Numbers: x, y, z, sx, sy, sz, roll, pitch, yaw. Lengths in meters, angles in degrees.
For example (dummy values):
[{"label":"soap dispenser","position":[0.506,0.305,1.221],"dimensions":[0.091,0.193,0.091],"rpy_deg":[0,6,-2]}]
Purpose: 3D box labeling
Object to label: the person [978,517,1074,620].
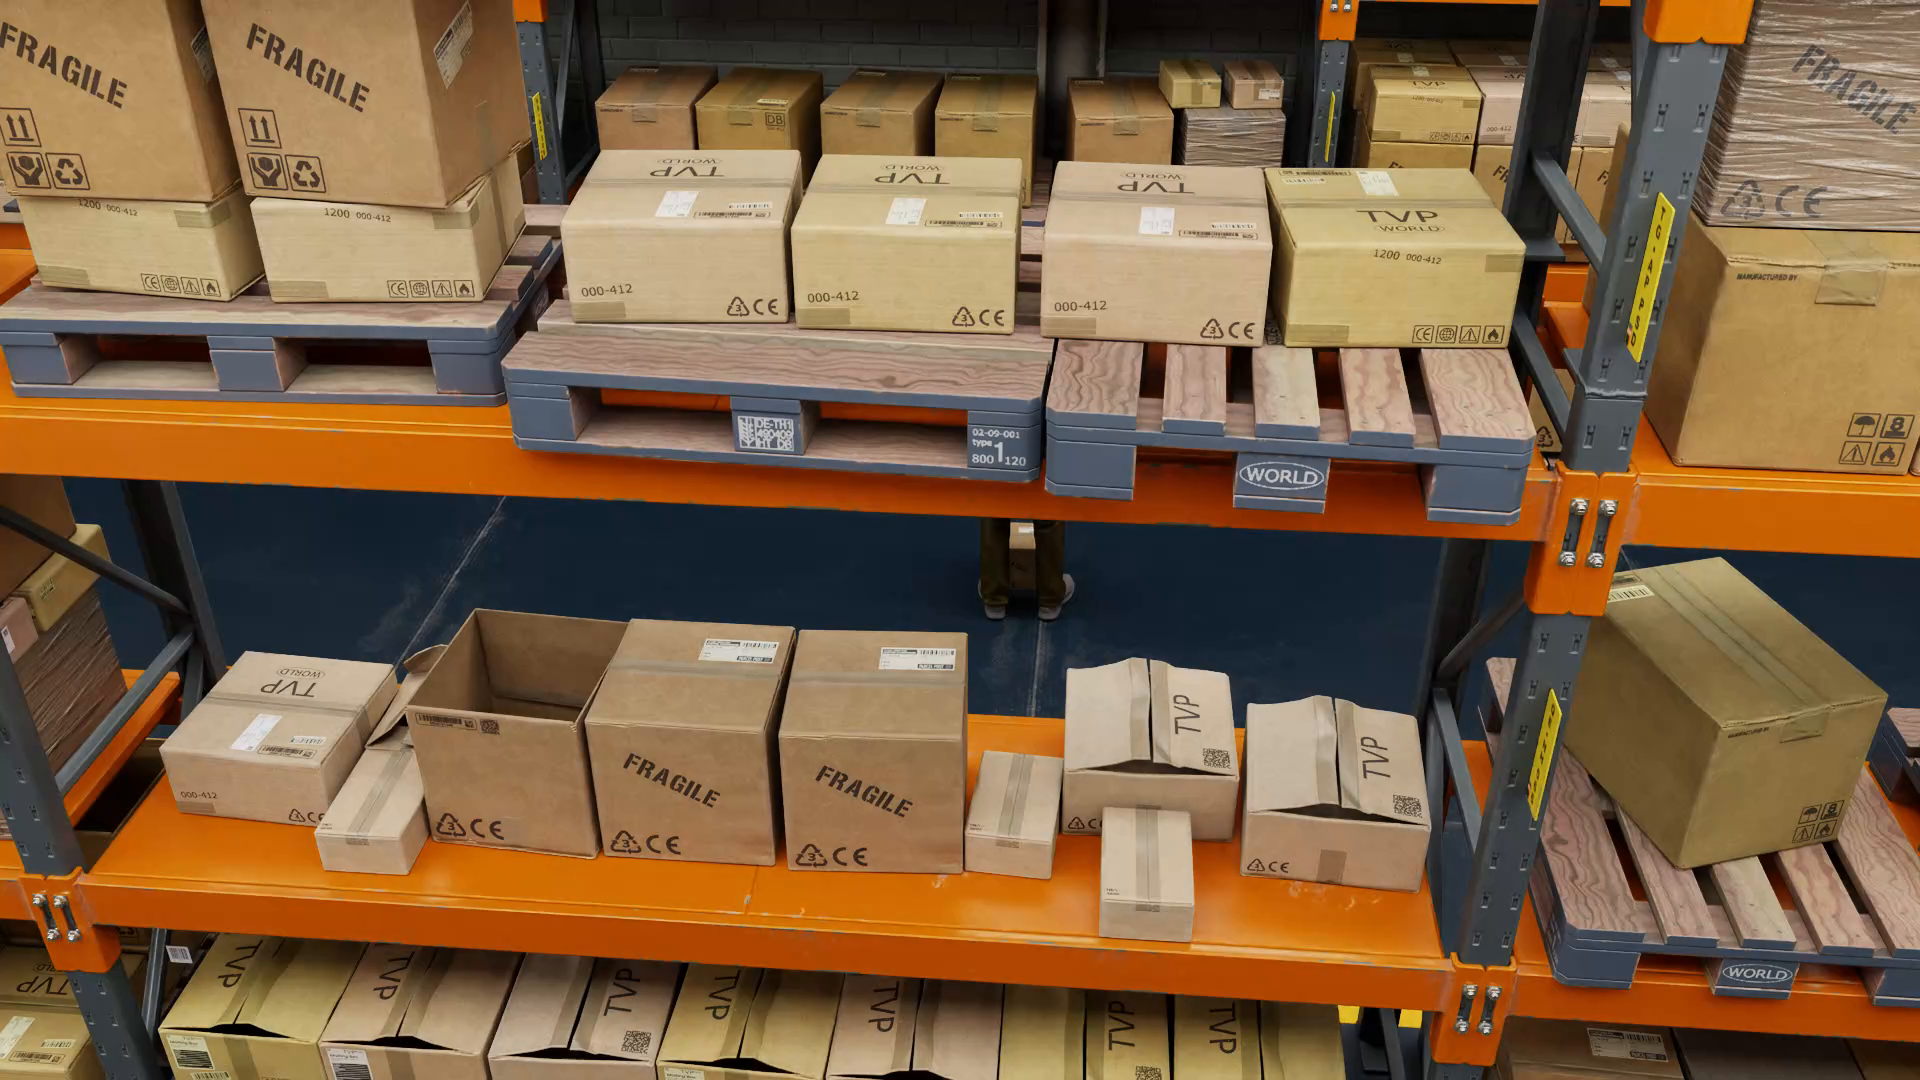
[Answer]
[{"label":"person","position":[0.285,-0.436,7.802],"dimensions":[0.640,1.773,0.424],"rpy_deg":[2,32,3]}]
